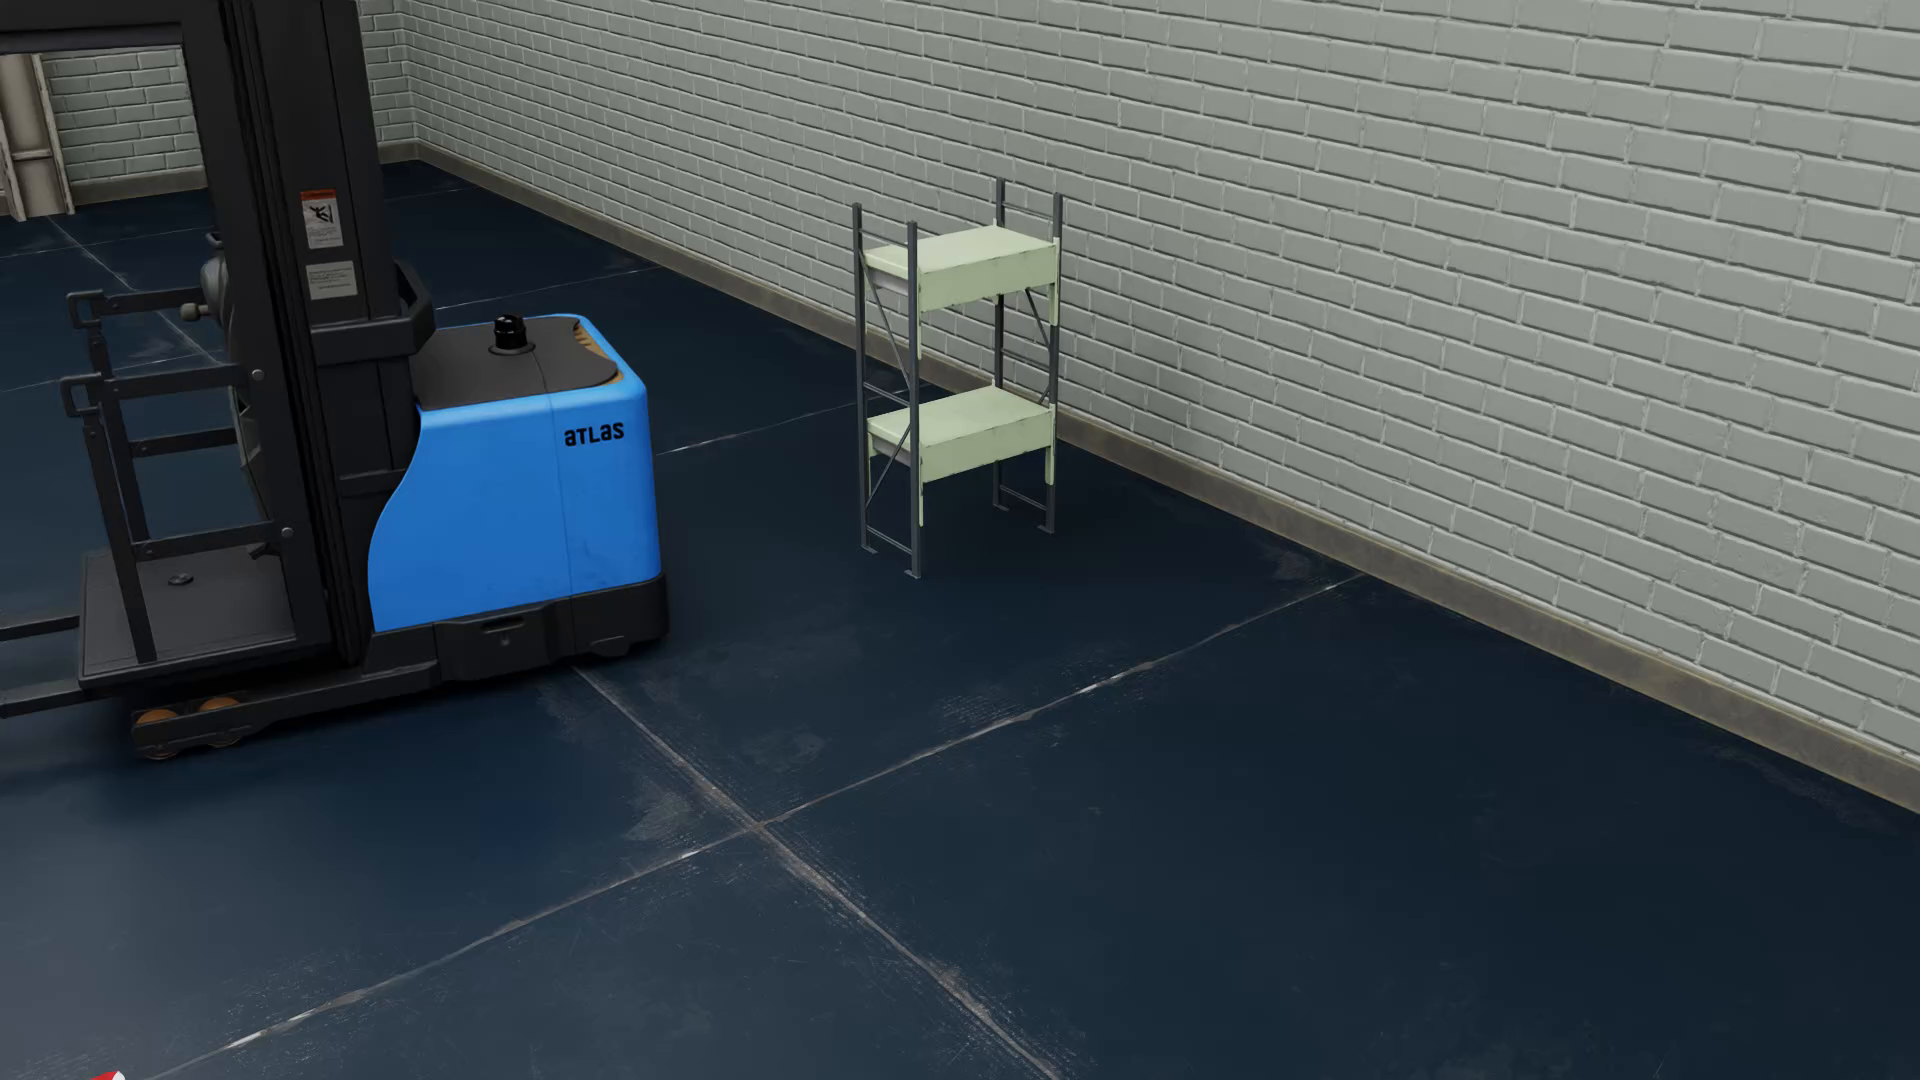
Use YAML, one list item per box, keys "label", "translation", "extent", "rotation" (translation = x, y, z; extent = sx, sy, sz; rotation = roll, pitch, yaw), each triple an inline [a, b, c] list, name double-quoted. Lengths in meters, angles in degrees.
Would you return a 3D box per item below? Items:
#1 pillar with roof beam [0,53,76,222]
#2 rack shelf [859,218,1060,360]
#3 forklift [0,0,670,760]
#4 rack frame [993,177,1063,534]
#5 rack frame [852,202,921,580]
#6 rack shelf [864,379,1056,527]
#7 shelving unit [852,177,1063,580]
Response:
- label: "pillar with roof beam"
  translation: [-4.270, -5.121, 7.594]
  extent: [0.400, 9.000, 9.100]
  rotation: [-18, 31, -34]
- label: "rack shelf"
  translation: [-0.005, -1.033, 6.766]
  extent: [0.720, 0.370, 0.431]
  rotation: [-18, 31, -34]
- label: "forklift"
  translation: [-2.669, -0.837, 5.573]
  extent: [3.031, 2.935, 1.130]
  rotation: [-11, 27, -22]
- label: "rack frame"
  translation: [0.283, -0.774, 7.135]
  extent: [0.023, 1.500, 0.400]
  rotation: [-18, 31, -34]
- label: "rack frame"
  translation: [-0.293, -0.583, 6.726]
  extent: [0.023, 1.500, 0.400]
  rotation: [-18, 31, -34]
- label: "rack shelf"
  translation: [-0.005, -0.383, 7.068]
  extent: [0.720, 0.370, 0.431]
  rotation: [-18, 31, -34]
- label: "shelving unit"
  translation: [-0.005, -0.679, 6.931]
  extent: [0.755, 1.500, 0.431]
  rotation: [-18, 31, -34]
